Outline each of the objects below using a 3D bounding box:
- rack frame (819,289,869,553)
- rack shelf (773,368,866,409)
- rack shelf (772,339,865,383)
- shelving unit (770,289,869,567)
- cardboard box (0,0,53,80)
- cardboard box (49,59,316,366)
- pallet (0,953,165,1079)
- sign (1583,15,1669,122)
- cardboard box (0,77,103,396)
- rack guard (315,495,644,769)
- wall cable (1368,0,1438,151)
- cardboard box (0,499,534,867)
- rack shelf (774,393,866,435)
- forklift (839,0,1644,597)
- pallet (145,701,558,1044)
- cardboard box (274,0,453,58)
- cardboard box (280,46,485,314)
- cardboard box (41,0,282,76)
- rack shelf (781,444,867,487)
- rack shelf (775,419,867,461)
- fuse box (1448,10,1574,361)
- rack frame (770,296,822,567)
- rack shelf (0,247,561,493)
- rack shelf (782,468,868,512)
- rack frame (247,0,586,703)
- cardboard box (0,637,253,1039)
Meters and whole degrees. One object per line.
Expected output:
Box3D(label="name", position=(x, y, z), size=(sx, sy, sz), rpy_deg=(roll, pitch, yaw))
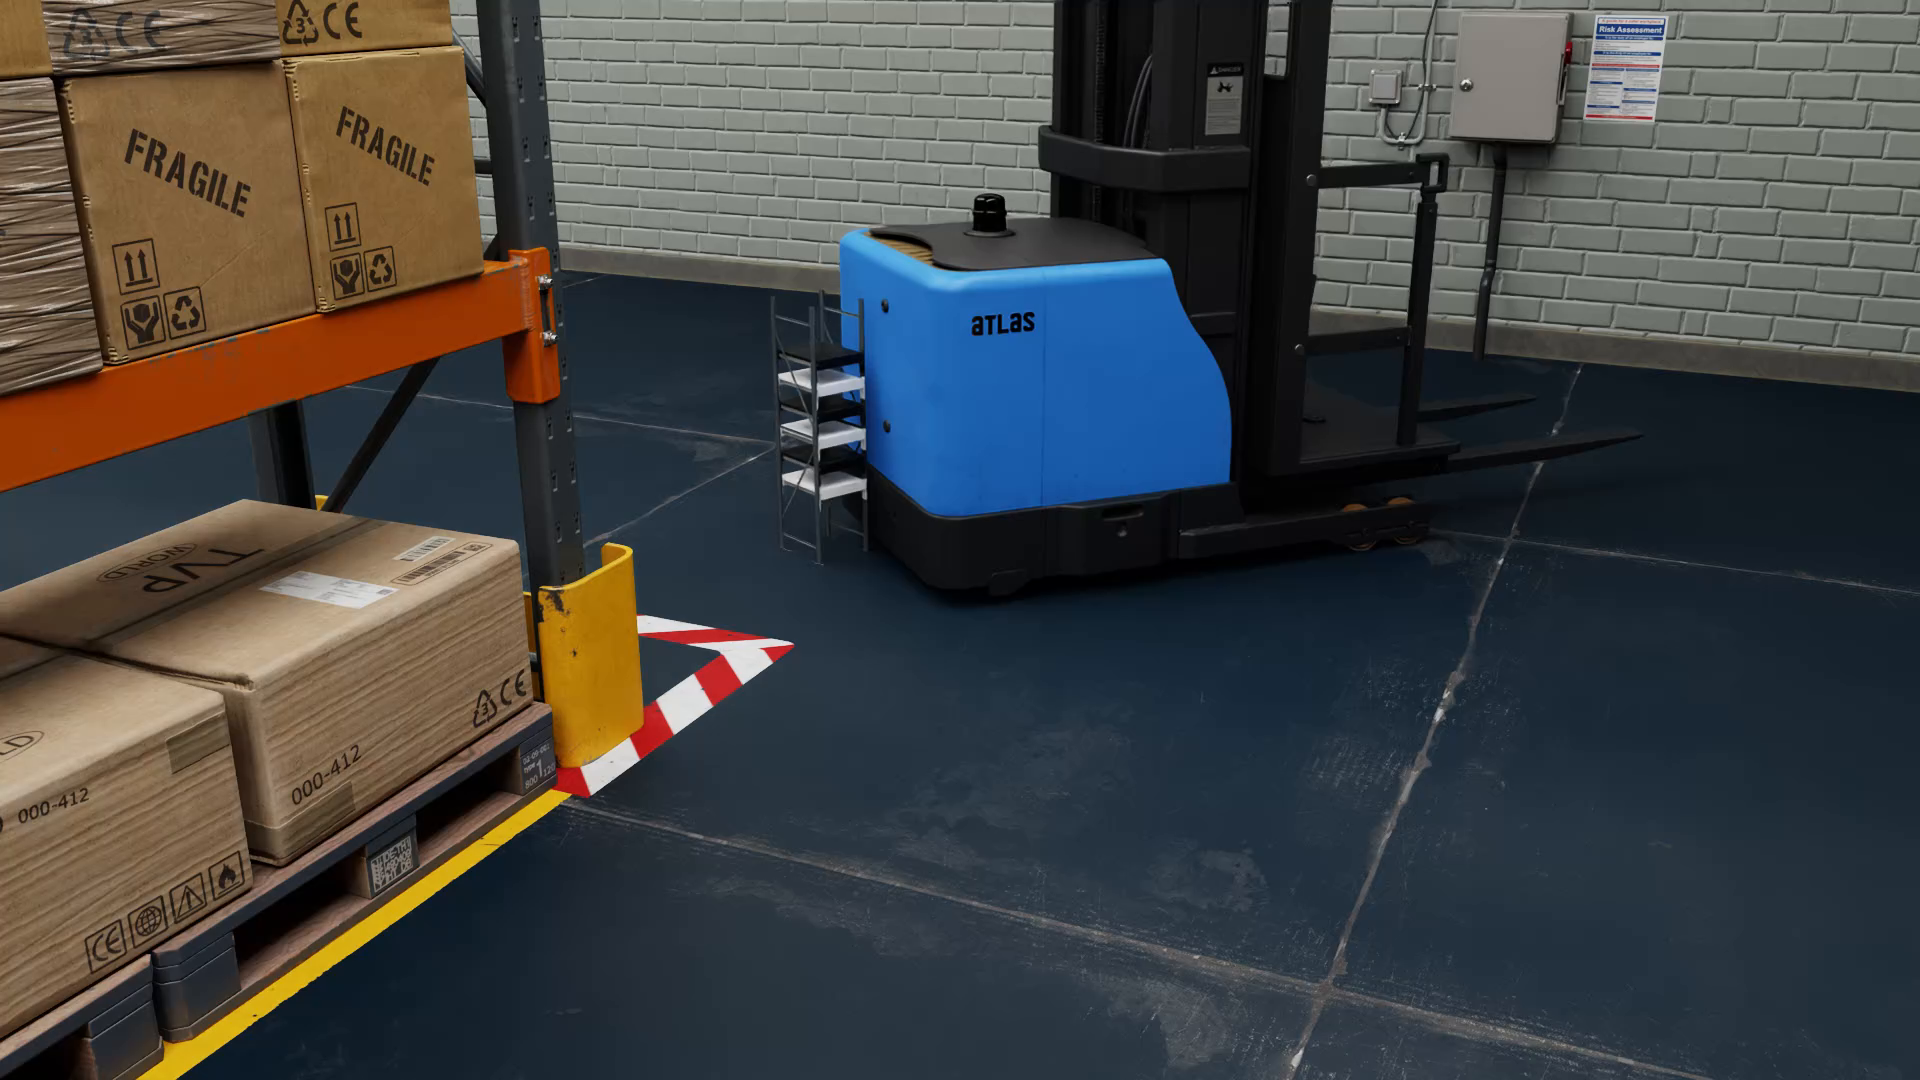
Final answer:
Box3D(label="rack frame", position=(-0.402, -0.408, 5.773), size=(0.006, 0.900, 0.240), rpy_deg=(-16, 25, -38))
Box3D(label="rack shelf", position=(-0.479, -0.524, 5.660), size=(0.200, 0.077, 0.258), rpy_deg=(-16, 25, -38))
Box3D(label="rack shelf", position=(-0.479, -0.608, 5.630), size=(0.200, 0.077, 0.258), rpy_deg=(-16, 25, -38))
Box3D(label="shelving unit", position=(-0.479, -0.385, 5.710), size=(0.210, 0.900, 0.258), rpy_deg=(-16, 25, -38))
Box3D(label="cardboard box", position=(-1.829, -0.963, 2.560), size=(0.500, 0.500, 0.500), rpy_deg=(8, 21, 22))
Box3D(label="cardboard box", position=(-1.632, -0.652, 3.176), size=(0.500, 0.500, 0.500), rpy_deg=(8, 21, 22))
Box3D(label="pallet", position=(-2.214, 1.001, 2.840), size=(1.003, 0.211, 1.213), rpy_deg=(9, 21, 23))
Box3D(label="sign", position=(3.223, -2.285, 8.058), size=(0.329, 0.494, 0.001), rpy_deg=(9, 21, 23))
Box3D(label="cardboard box", position=(-1.834, -0.493, 2.730), size=(0.500, 0.500, 0.500), rpy_deg=(9, 22, 24))
Box3D(label="rack guard", position=(-1.447, 0.231, 4.574), size=(1.175, 0.500, 0.348), rpy_deg=(9, 21, 23))
Box3D(label="wall cable", position=(2.130, -2.954, 8.283), size=(0.588, 1.984, 0.122), rpy_deg=(9, 21, 23))
Box3D(label="cardboard box", position=(-1.636, 0.285, 3.888), size=(0.875, 0.438, 0.875), rpy_deg=(8, 21, 21))
Box3D(label="rack shelf", position=(-0.479, -0.439, 5.691), size=(0.200, 0.077, 0.258), rpy_deg=(-16, 25, -38))
Box3D(label="forklift", position=(1.133, -1.496, 5.800), size=(3.031, 2.935, 1.130), rpy_deg=(-8, 21, -21))
Box3D(label="pallet", position=(-1.713, 0.629, 3.885), size=(1.003, 0.211, 1.213), rpy_deg=(9, 21, 23))
Box3D(label="cardboard box", position=(-1.437, -1.278, 3.444), size=(0.500, 0.500, 0.500), rpy_deg=(9, 22, 24))
Box3D(label="cardboard box", position=(-1.413, -0.803, 3.601), size=(0.500, 0.500, 0.500), rpy_deg=(9, 21, 23))
Box3D(label="cardboard box", position=(-1.624, -1.114, 2.984), size=(0.500, 0.500, 0.500), rpy_deg=(9, 21, 23))
Box3D(label="rack shelf", position=(-0.479, -0.269, 5.751), size=(0.200, 0.077, 0.258), rpy_deg=(-16, 25, -38))
Box3D(label="rack shelf", position=(-0.479, -0.354, 5.721), size=(0.200, 0.077, 0.258), rpy_deg=(-16, 25, -38))
Box3D(label="fuse box", position=(2.688, -1.727, 8.271), size=(0.539, 1.711, 0.414), rpy_deg=(9, 21, 23))
Box3D(label="rack frame", position=(-0.555, -0.363, 5.647), size=(0.006, 0.900, 0.240), rpy_deg=(-16, 25, -38))
Box3D(label="rack shelf", position=(-2.276, 0.011, 2.536), size=(1.077, 0.370, 4.000), rpy_deg=(9, 21, 23))
Box3D(label="rack shelf", position=(-0.479, -0.184, 5.781), size=(0.200, 0.077, 0.258), rpy_deg=(-16, 25, -38))
Box3D(label="rack frame", position=(-1.457, -0.940, 4.135), size=(1.000, 3.000, 0.127), rpy_deg=(9, 21, 23))
Box3D(label="cardboard box", position=(-2.003, 0.566, 3.098), size=(0.875, 0.438, 0.875), rpy_deg=(9, 22, 24))
